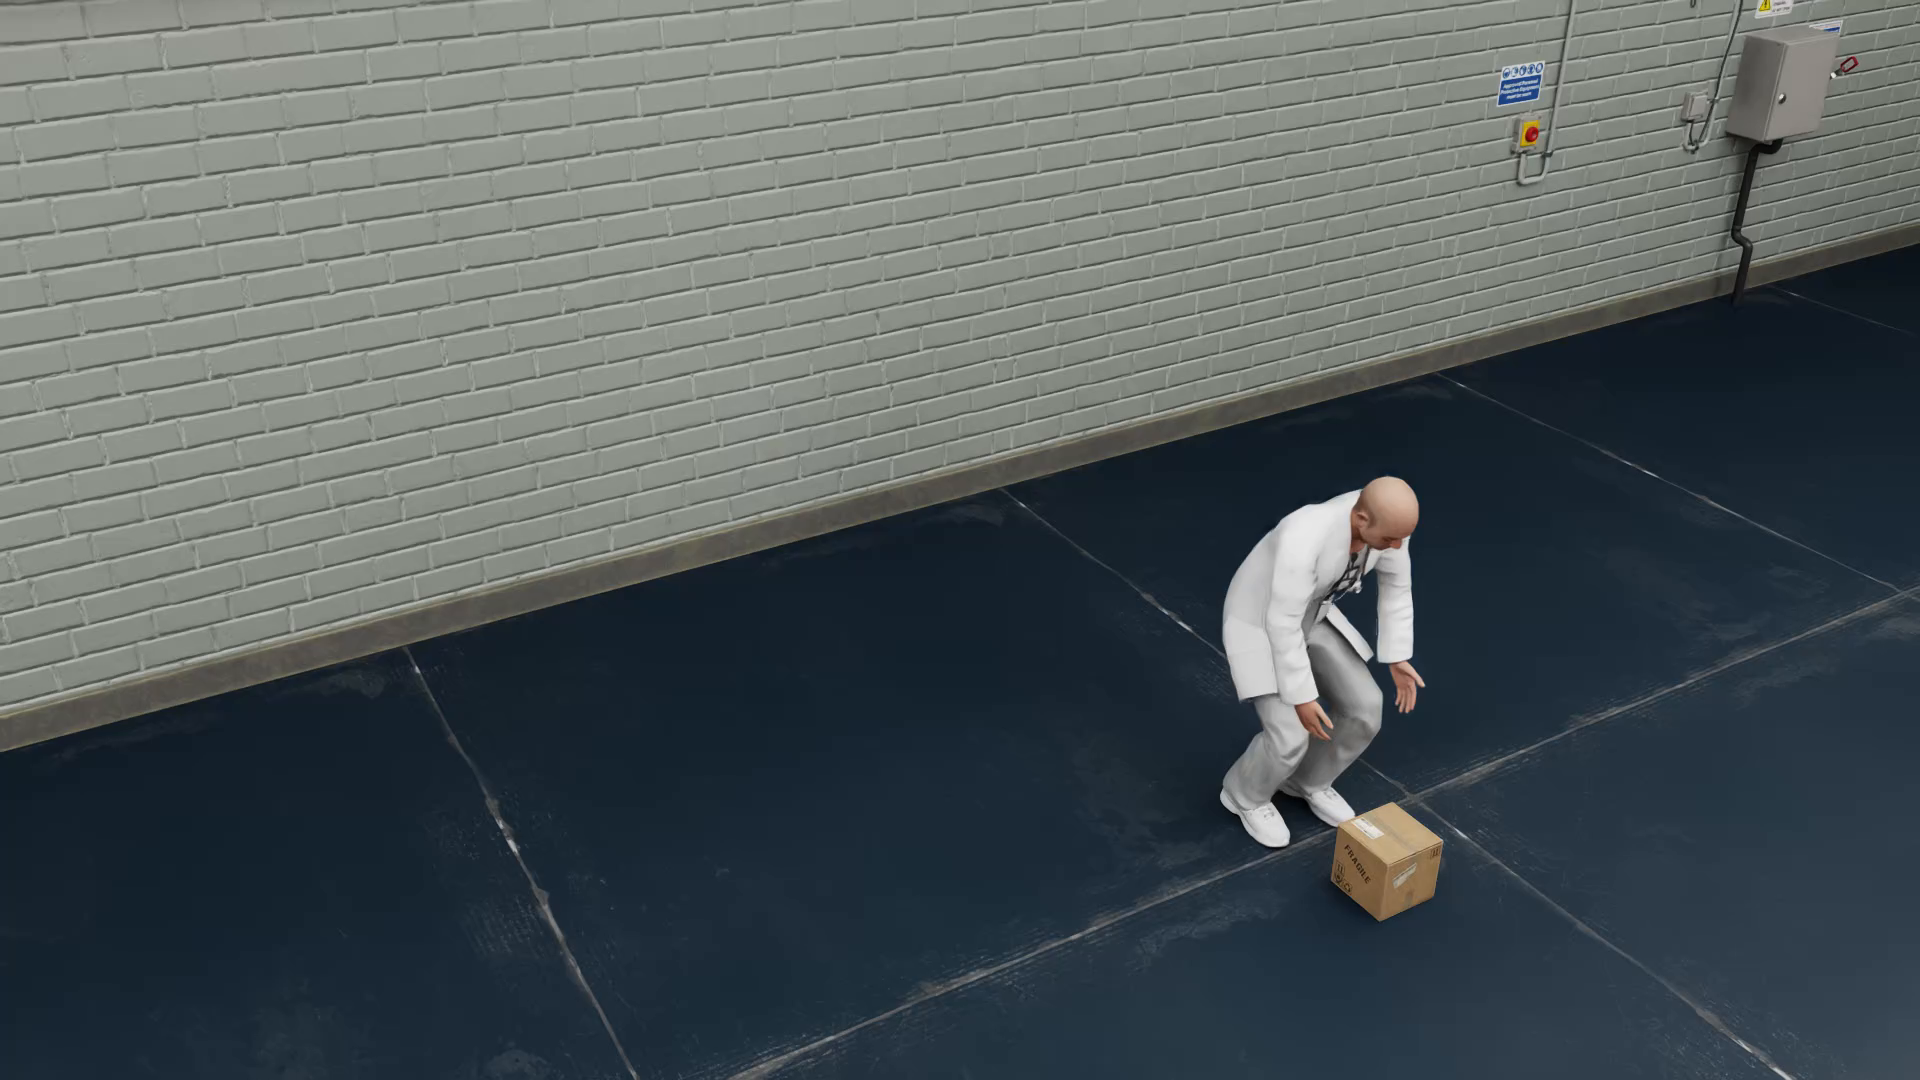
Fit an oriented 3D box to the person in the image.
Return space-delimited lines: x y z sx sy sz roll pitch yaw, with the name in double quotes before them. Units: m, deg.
"person" 1.278 0.652 5.803 0.587 0.952 0.945 -17 33 -29
